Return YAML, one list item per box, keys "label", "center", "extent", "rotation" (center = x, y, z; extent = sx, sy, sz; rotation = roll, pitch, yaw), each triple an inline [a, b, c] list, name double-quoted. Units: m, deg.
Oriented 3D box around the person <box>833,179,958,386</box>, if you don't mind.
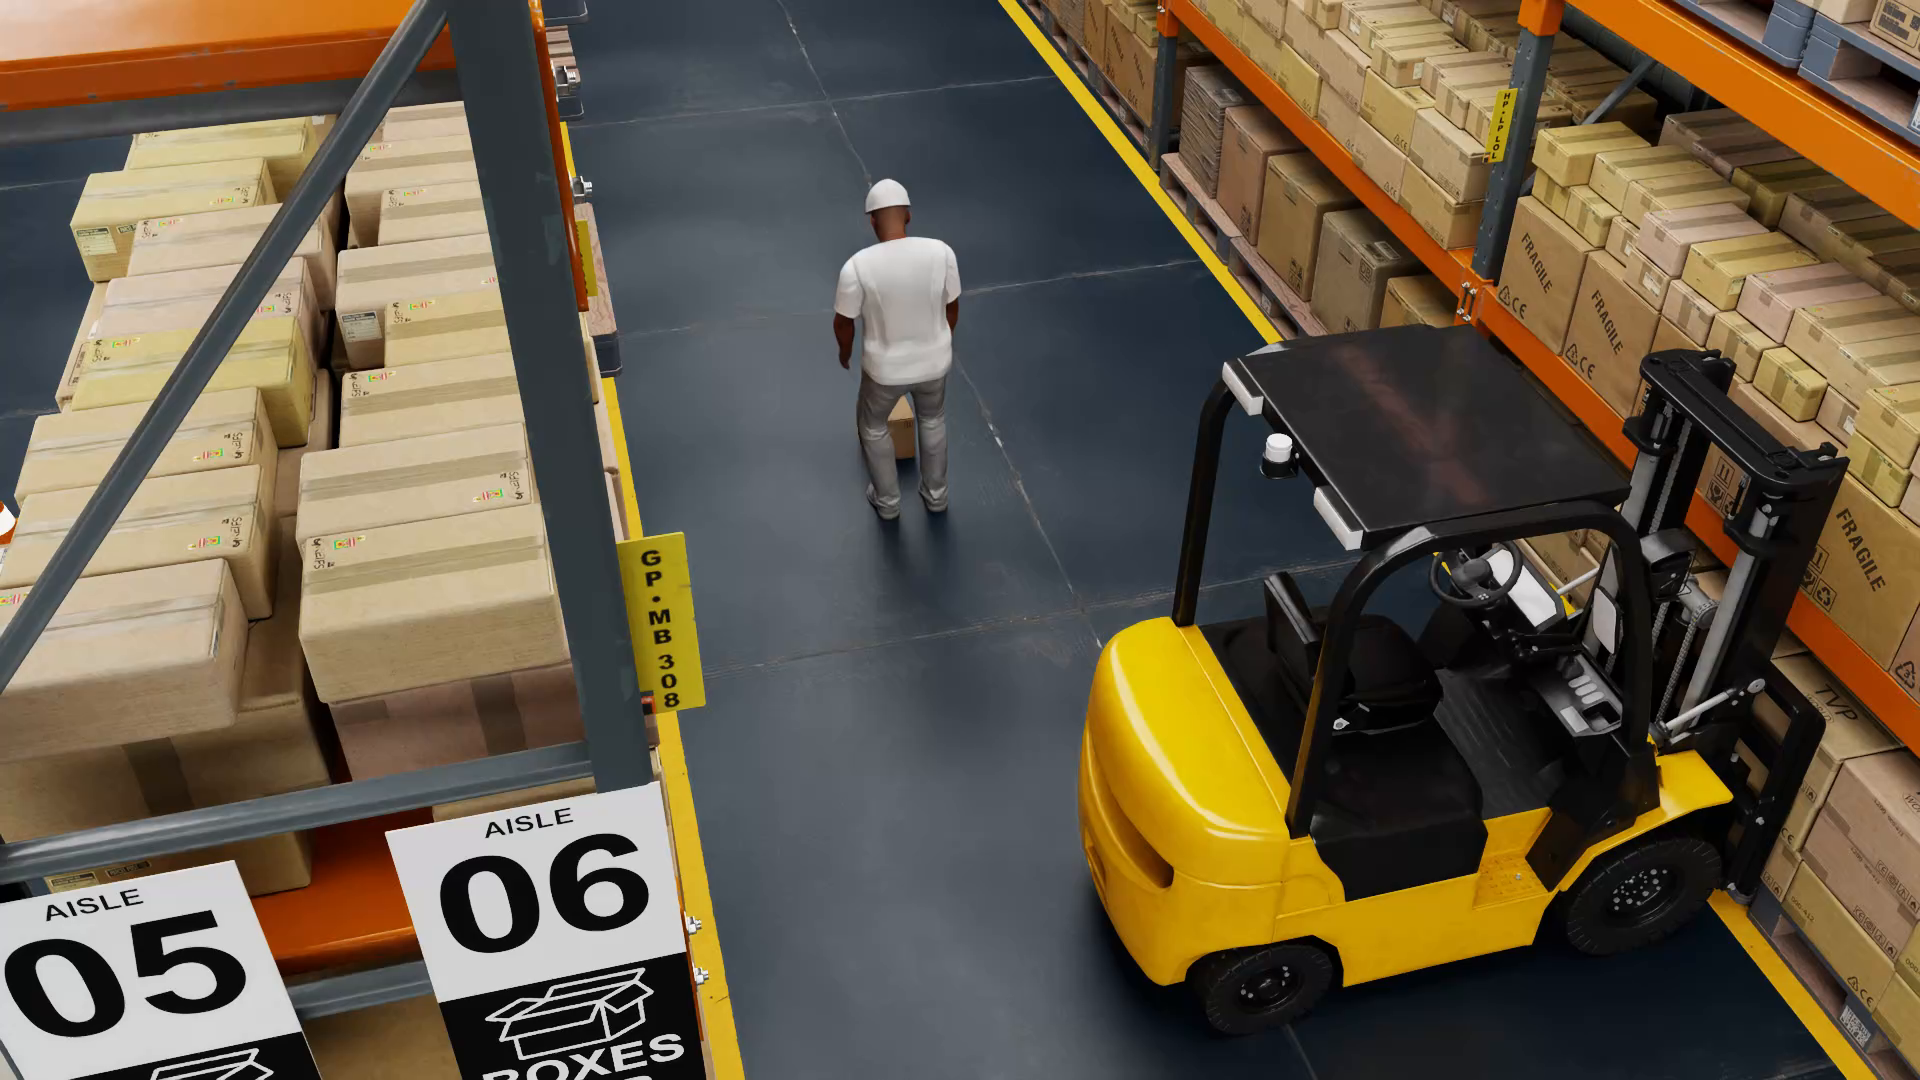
- label: "person"
  center: [-0.297, -1.147, 7.658]
  extent: [0.594, 0.998, 0.491]
  rotation: [-8, 39, -11]
